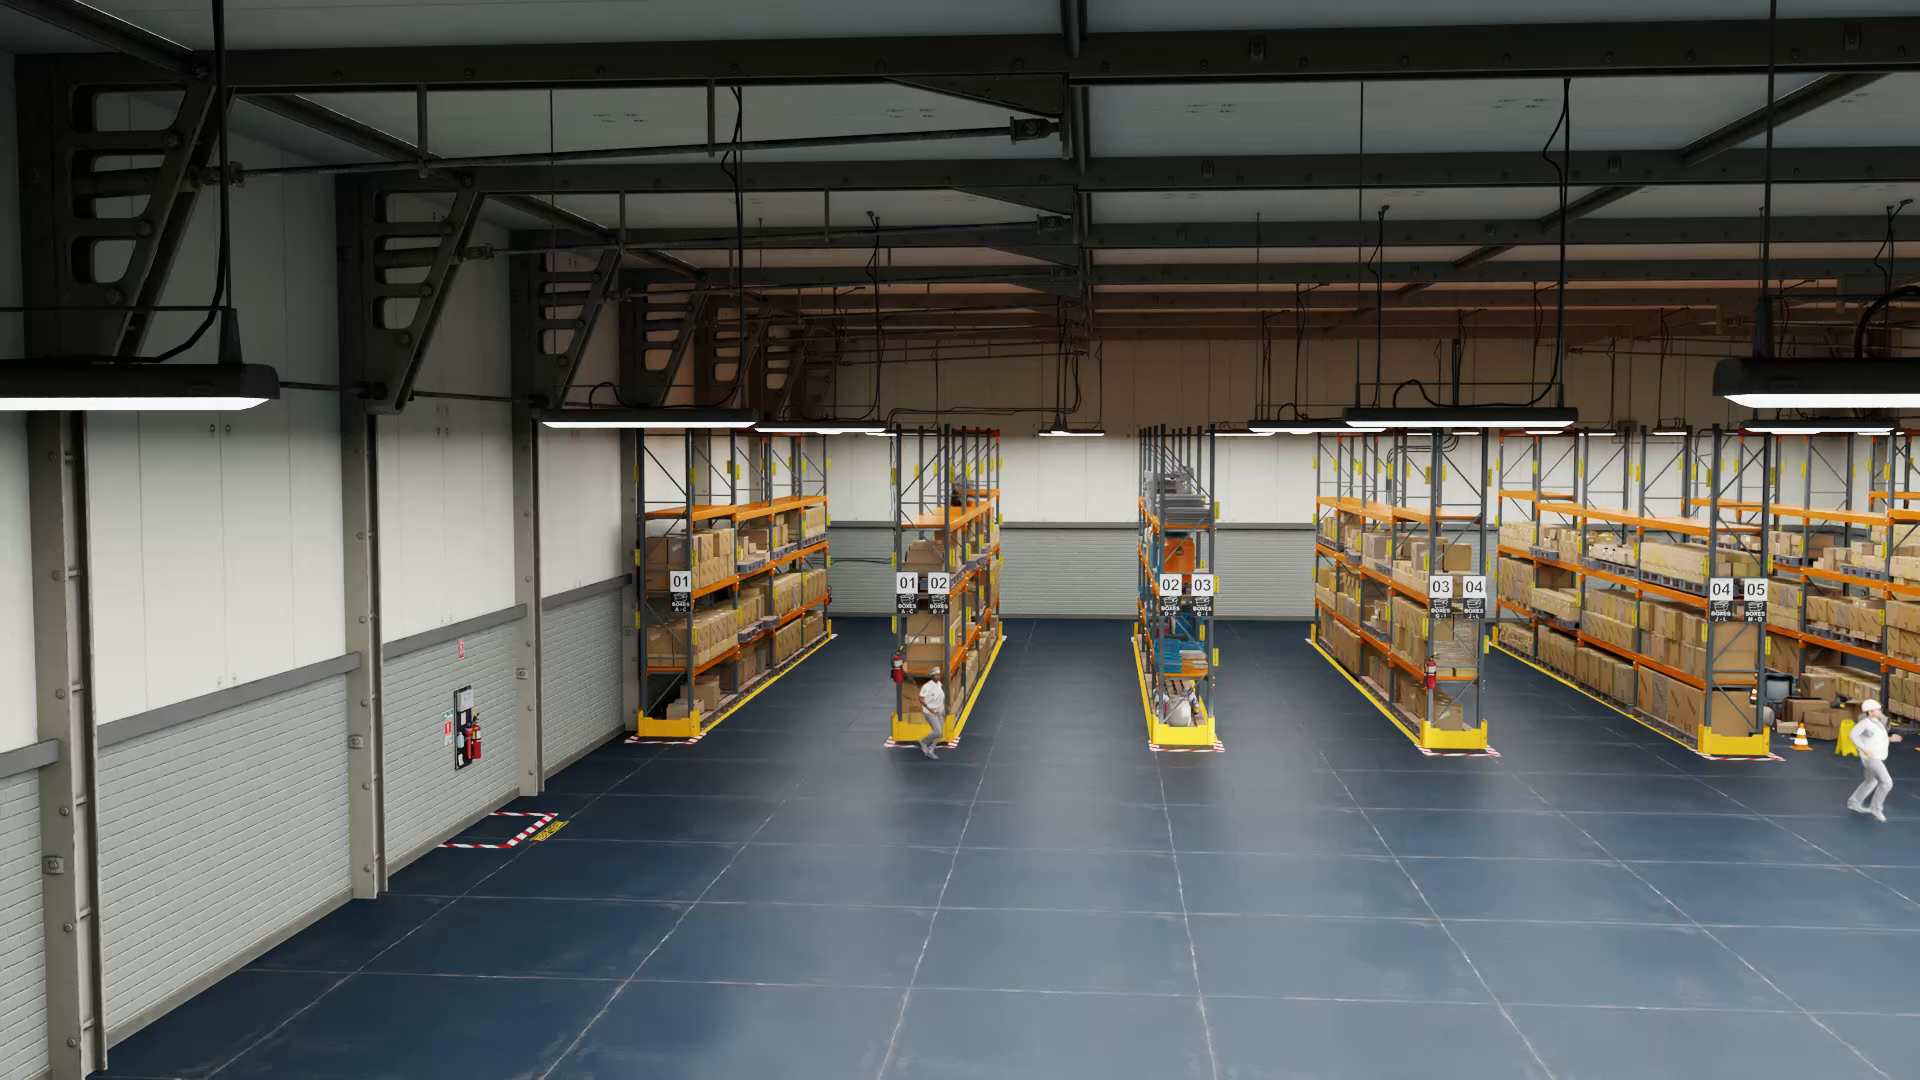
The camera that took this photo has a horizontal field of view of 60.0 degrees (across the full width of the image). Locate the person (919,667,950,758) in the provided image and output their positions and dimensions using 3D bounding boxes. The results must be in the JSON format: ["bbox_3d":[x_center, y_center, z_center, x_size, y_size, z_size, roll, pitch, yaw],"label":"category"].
[{"bbox_3d":[-0.458,3.094,29.812,0.526,1.666,0.546,3,4,38],"label":"person"}]

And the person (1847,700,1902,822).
[{"bbox_3d":[13.764,3.318,25.044,0.715,1.824,0.637,3,5,40],"label":"person"}]
